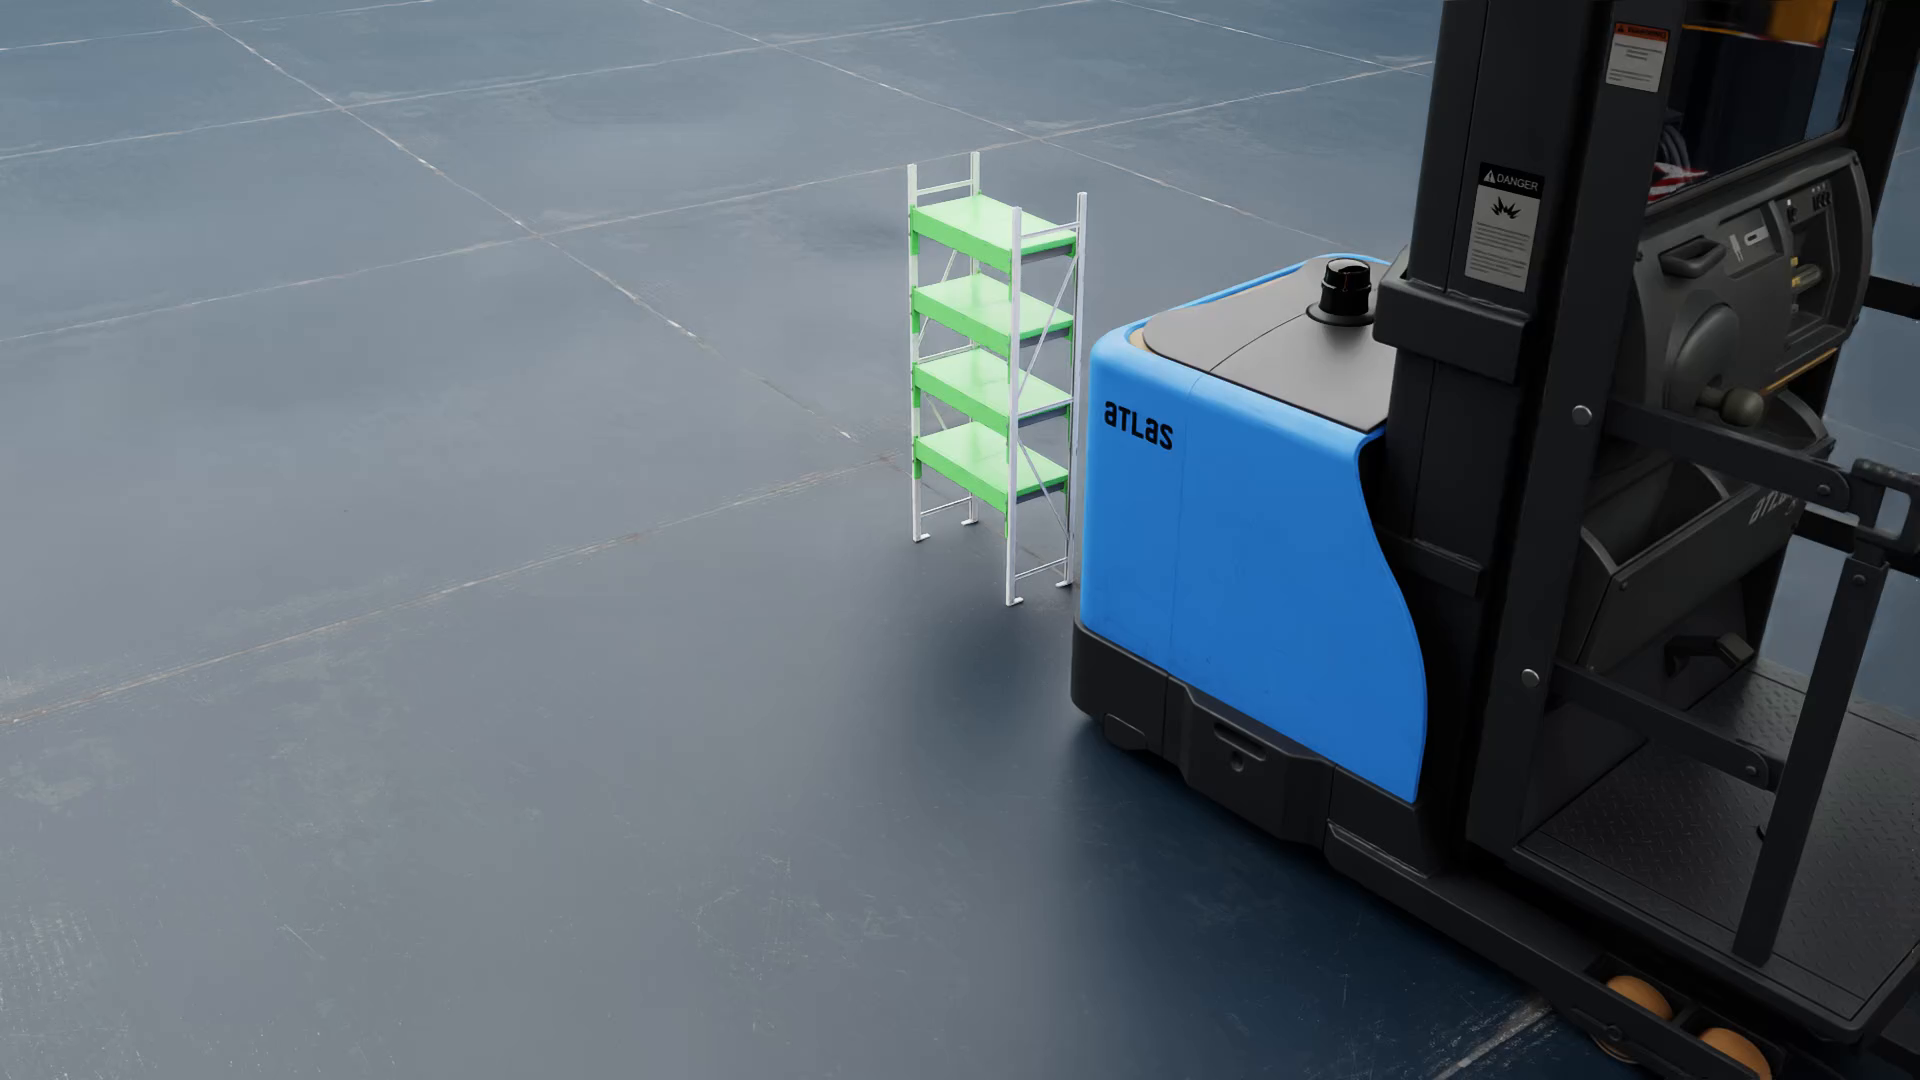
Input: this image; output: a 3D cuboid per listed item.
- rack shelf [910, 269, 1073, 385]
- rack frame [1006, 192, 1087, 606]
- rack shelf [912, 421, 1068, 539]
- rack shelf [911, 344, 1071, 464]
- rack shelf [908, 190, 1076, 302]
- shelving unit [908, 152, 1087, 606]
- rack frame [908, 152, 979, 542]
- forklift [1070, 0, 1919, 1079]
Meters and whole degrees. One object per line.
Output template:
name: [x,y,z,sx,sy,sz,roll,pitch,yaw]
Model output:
rack shelf: [0.096,-0.618,4.761,0.258,0.148,0.480,-19,34,-31]
rack frame: [0.238,-0.368,4.670,0.240,1.200,0.015,-19,34,-31]
rack shelf: [0.096,-0.196,4.990,0.258,0.148,0.480,-19,34,-31]
rack shelf: [0.096,-0.407,4.876,0.258,0.148,0.480,-19,34,-31]
rack shelf: [0.096,-0.829,4.647,0.258,0.148,0.480,-19,34,-31]
shelving unit: [0.096,-0.463,4.845,0.258,1.200,0.503,-19,34,-31]
rack frame: [-0.046,-0.558,5.020,0.240,1.200,0.015,-19,34,-31]
forklift: [1.649,-0.452,3.012,1.130,2.935,3.031,-23,36,-36]
